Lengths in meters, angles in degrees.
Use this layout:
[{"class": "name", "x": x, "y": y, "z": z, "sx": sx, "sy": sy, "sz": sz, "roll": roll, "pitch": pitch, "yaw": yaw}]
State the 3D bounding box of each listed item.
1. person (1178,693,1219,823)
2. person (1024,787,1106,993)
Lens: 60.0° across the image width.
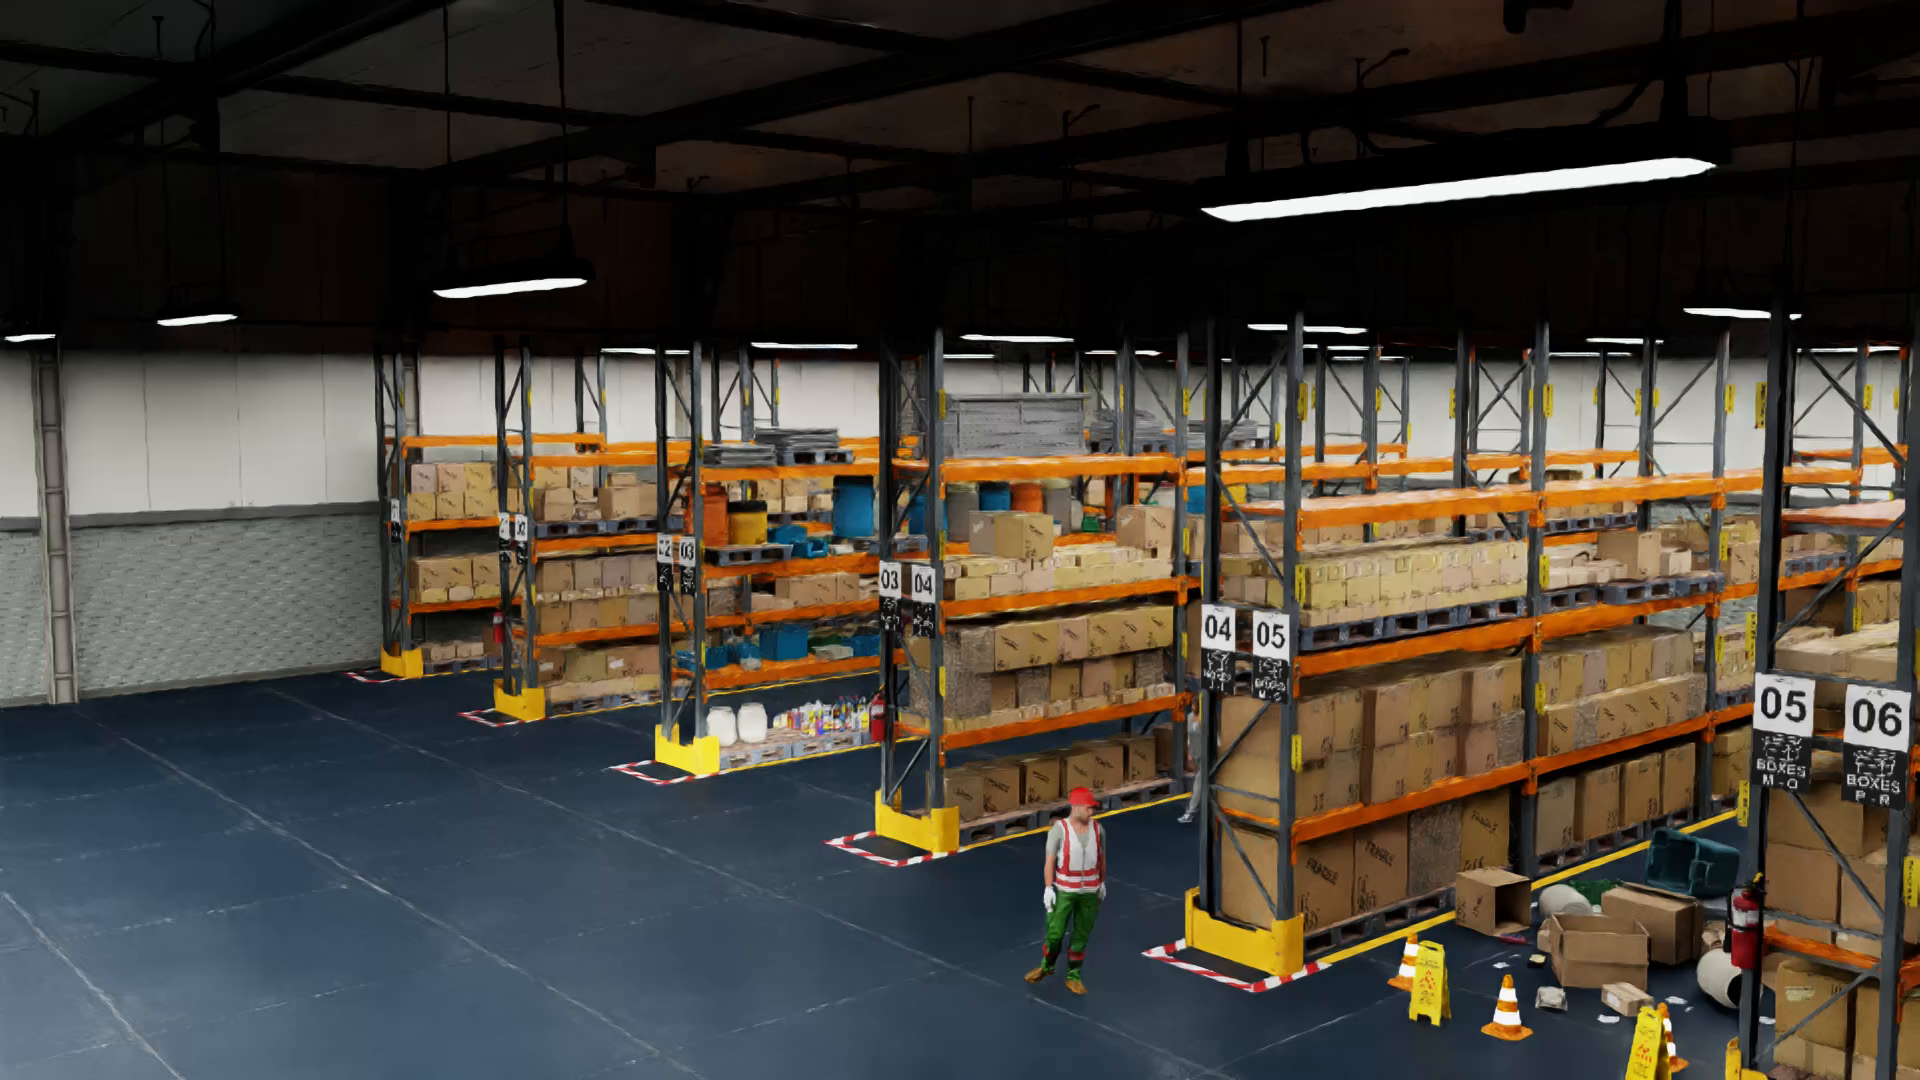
[{"class": "person", "x": 2.899, "y": 2.578, "z": 19.974, "sx": 1.037, "sy": 1.517, "sz": 0.417, "roll": -4, "pitch": 7, "yaw": -38}, {"class": "person", "x": 0.921, "y": 2.975, "z": 14.203, "sx": 0.701, "sy": 1.780, "sz": 0.463, "roll": -1, "pitch": 5, "yaw": -13}]
